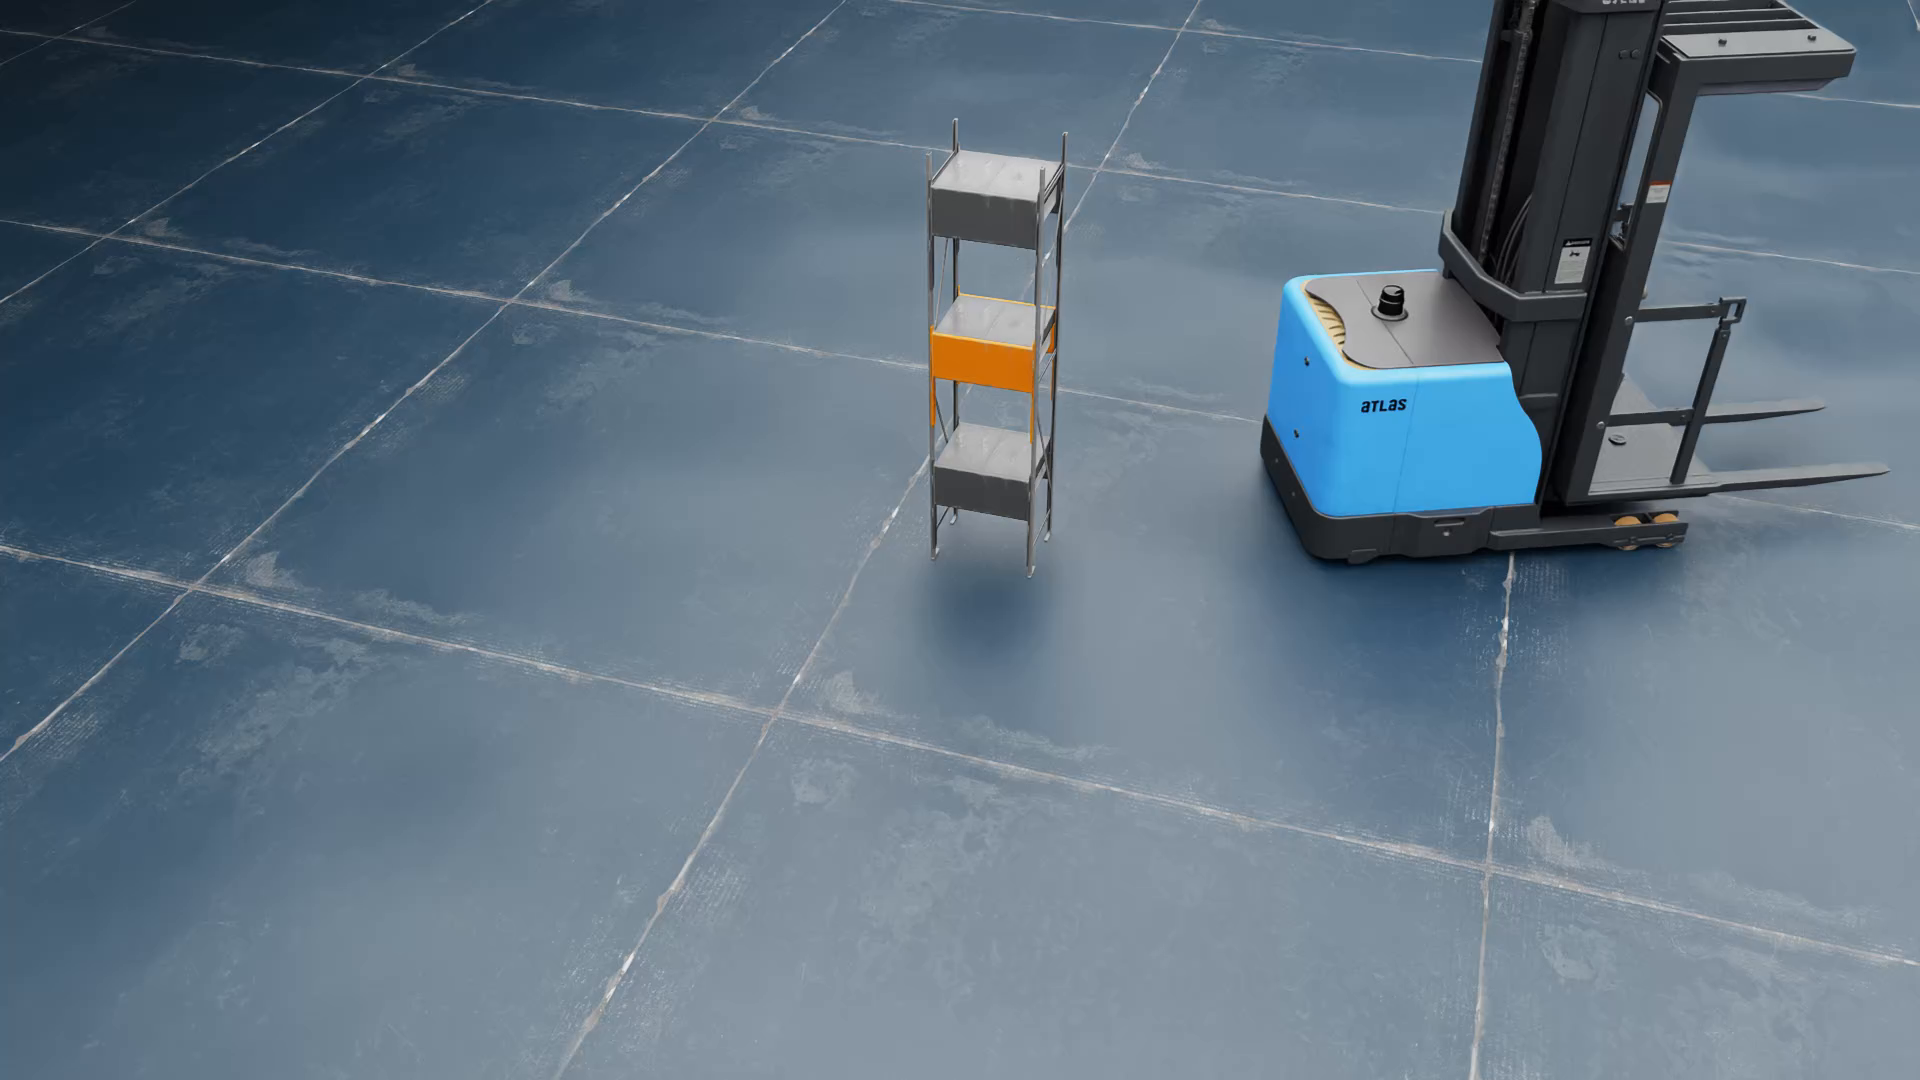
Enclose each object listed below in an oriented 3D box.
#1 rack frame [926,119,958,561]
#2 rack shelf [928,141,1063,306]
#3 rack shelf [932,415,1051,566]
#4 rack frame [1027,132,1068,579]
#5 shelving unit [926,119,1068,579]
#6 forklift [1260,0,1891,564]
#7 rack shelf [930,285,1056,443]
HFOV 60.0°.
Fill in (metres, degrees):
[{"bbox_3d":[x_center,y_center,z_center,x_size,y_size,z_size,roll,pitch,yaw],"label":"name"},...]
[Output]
[{"bbox_3d":[-0.075,-0.860,7.646,0.015,2.100,0.400,10,38,14],"label":"rack frame"},{"bbox_3d":[0.158,-1.369,7.181,0.480,0.518,0.431,10,38,14],"label":"rack shelf"},{"bbox_3d":[0.158,-0.242,8.011,0.480,0.518,0.431,10,38,14],"label":"rack shelf"},{"bbox_3d":[0.391,-0.773,7.529,0.015,2.100,0.400,10,38,14],"label":"rack frame"},{"bbox_3d":[0.158,-0.816,7.588,0.503,2.100,0.431,10,38,14],"label":"shelving unit"},{"bbox_3d":[3.134,-1.439,7.732,3.031,2.935,1.130,-4,37,-6],"label":"forklift"},{"bbox_3d":[0.158,-0.805,7.596,0.480,0.518,0.431,10,38,14],"label":"rack shelf"}]
